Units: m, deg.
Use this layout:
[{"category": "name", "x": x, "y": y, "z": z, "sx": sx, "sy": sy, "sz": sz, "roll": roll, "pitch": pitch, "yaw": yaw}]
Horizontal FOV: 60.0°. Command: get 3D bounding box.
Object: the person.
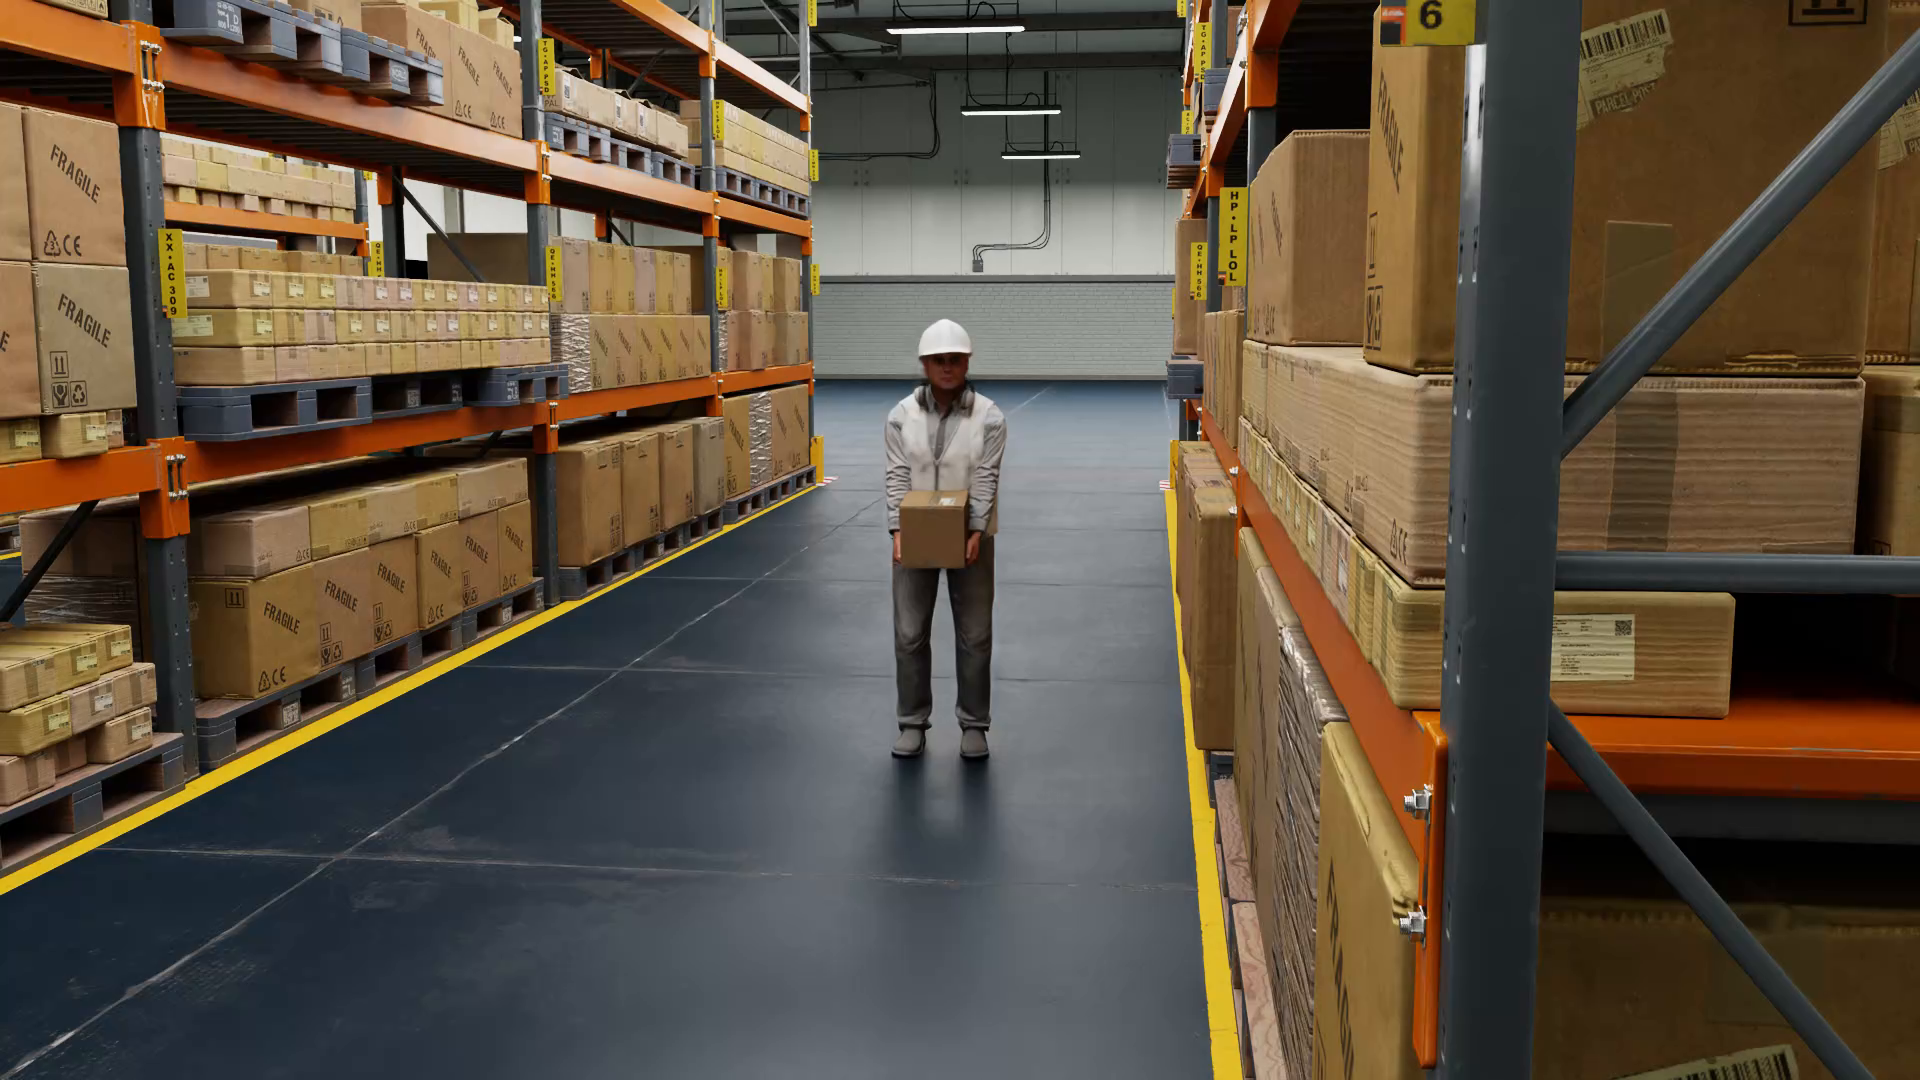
[{"category": "person", "x": -0.060, "y": 0.005, "z": 6.692, "sx": 0.491, "sy": 1.768, "sz": 0.568, "roll": 1, "pitch": 8, "yaw": 5}]
